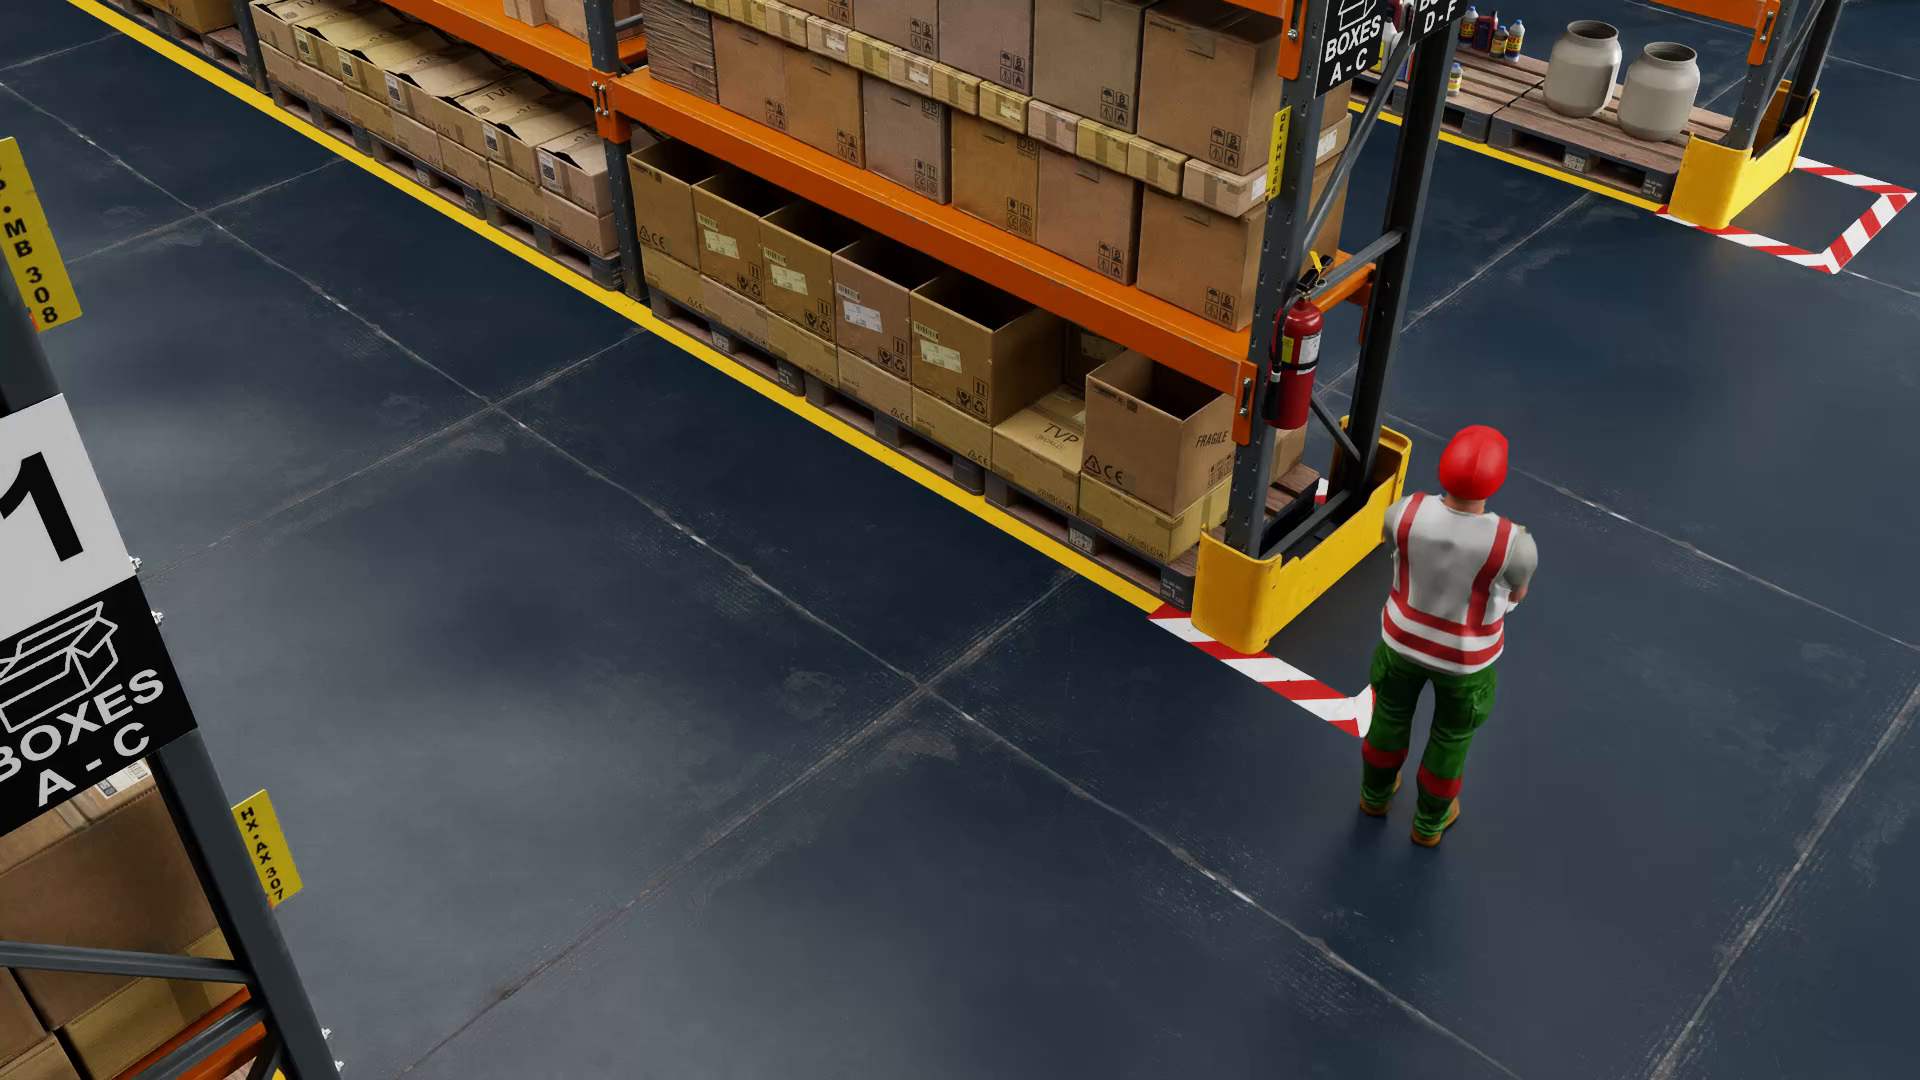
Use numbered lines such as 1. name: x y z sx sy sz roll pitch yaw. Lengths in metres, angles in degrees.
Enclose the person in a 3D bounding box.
1. person: 1.687 0.290 5.779 0.505 1.787 0.564 20 43 23
